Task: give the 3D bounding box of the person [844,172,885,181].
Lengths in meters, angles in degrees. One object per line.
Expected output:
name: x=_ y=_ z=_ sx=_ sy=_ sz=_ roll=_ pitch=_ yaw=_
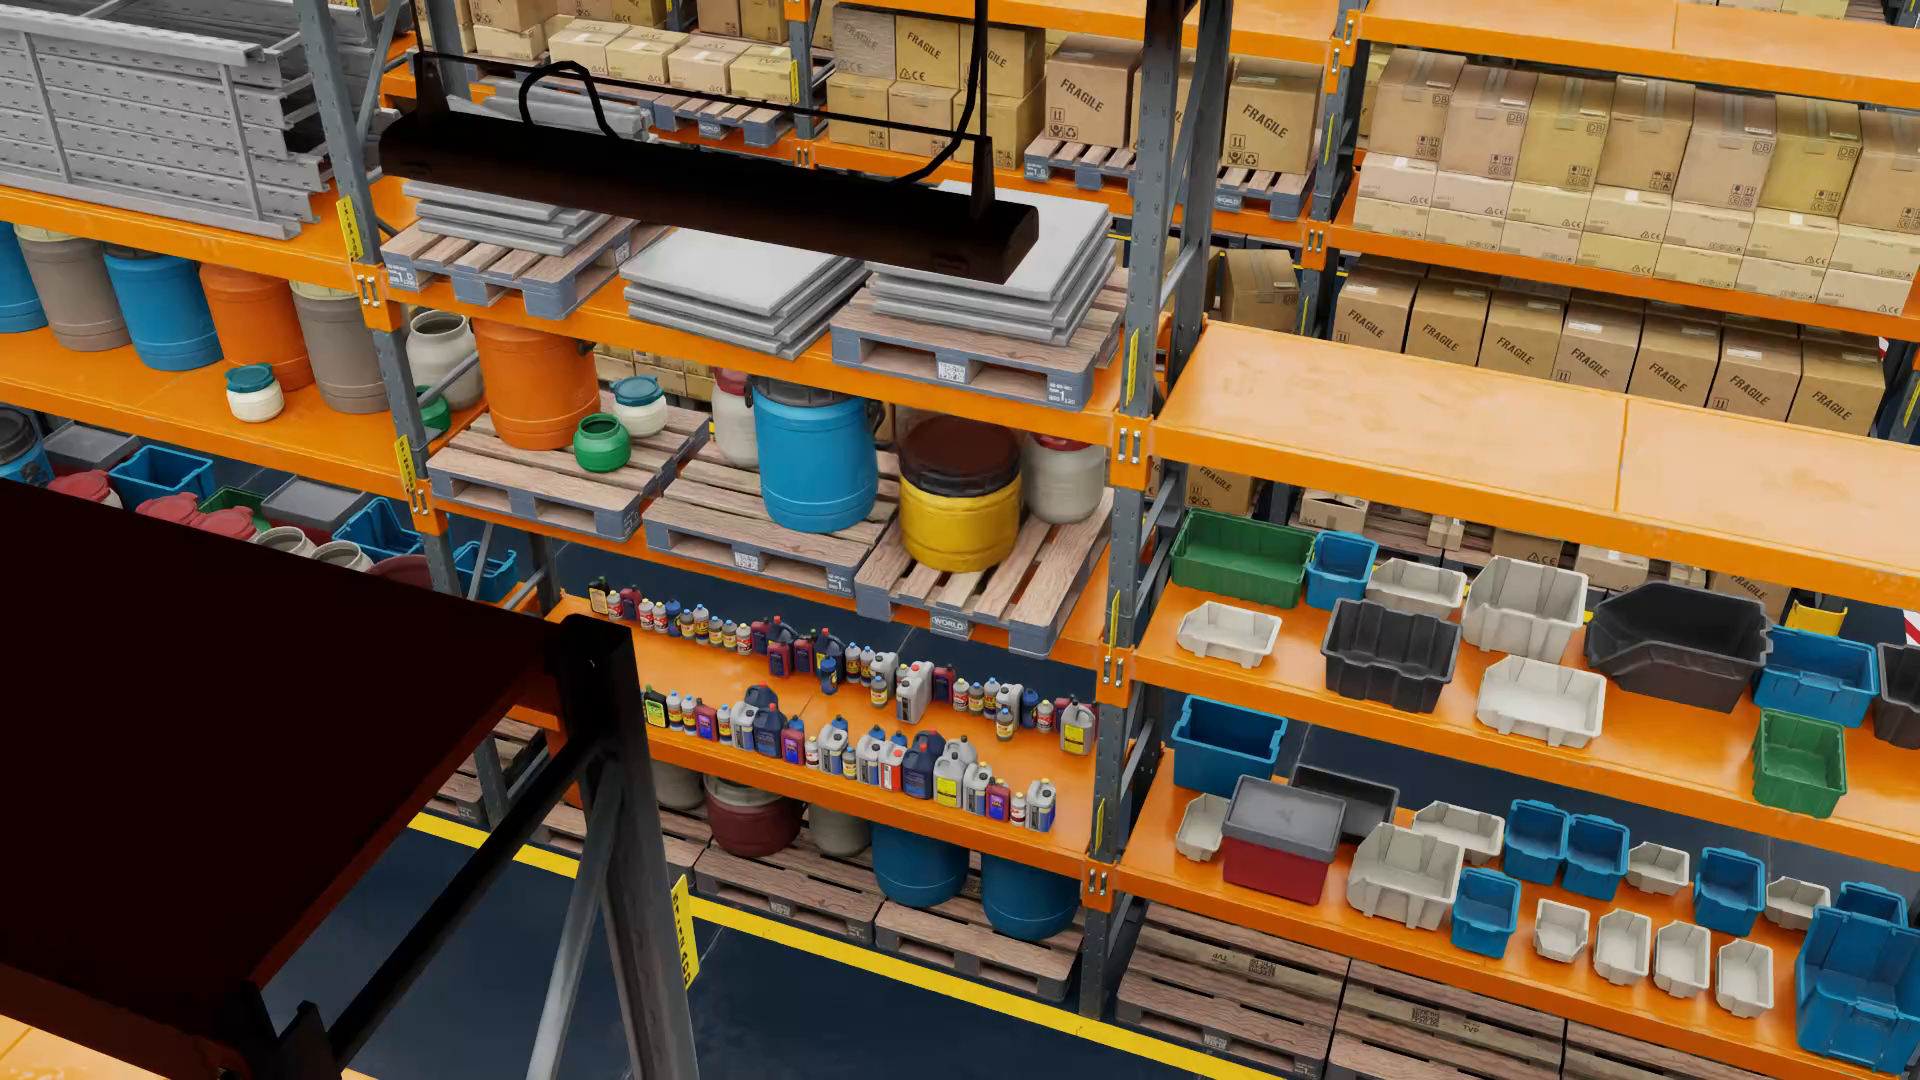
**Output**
person: x=-1.061 y=-3.791 z=17.055 sx=0.718 sy=1.778 sz=0.559 roll=-2 pitch=37 yaw=-3
